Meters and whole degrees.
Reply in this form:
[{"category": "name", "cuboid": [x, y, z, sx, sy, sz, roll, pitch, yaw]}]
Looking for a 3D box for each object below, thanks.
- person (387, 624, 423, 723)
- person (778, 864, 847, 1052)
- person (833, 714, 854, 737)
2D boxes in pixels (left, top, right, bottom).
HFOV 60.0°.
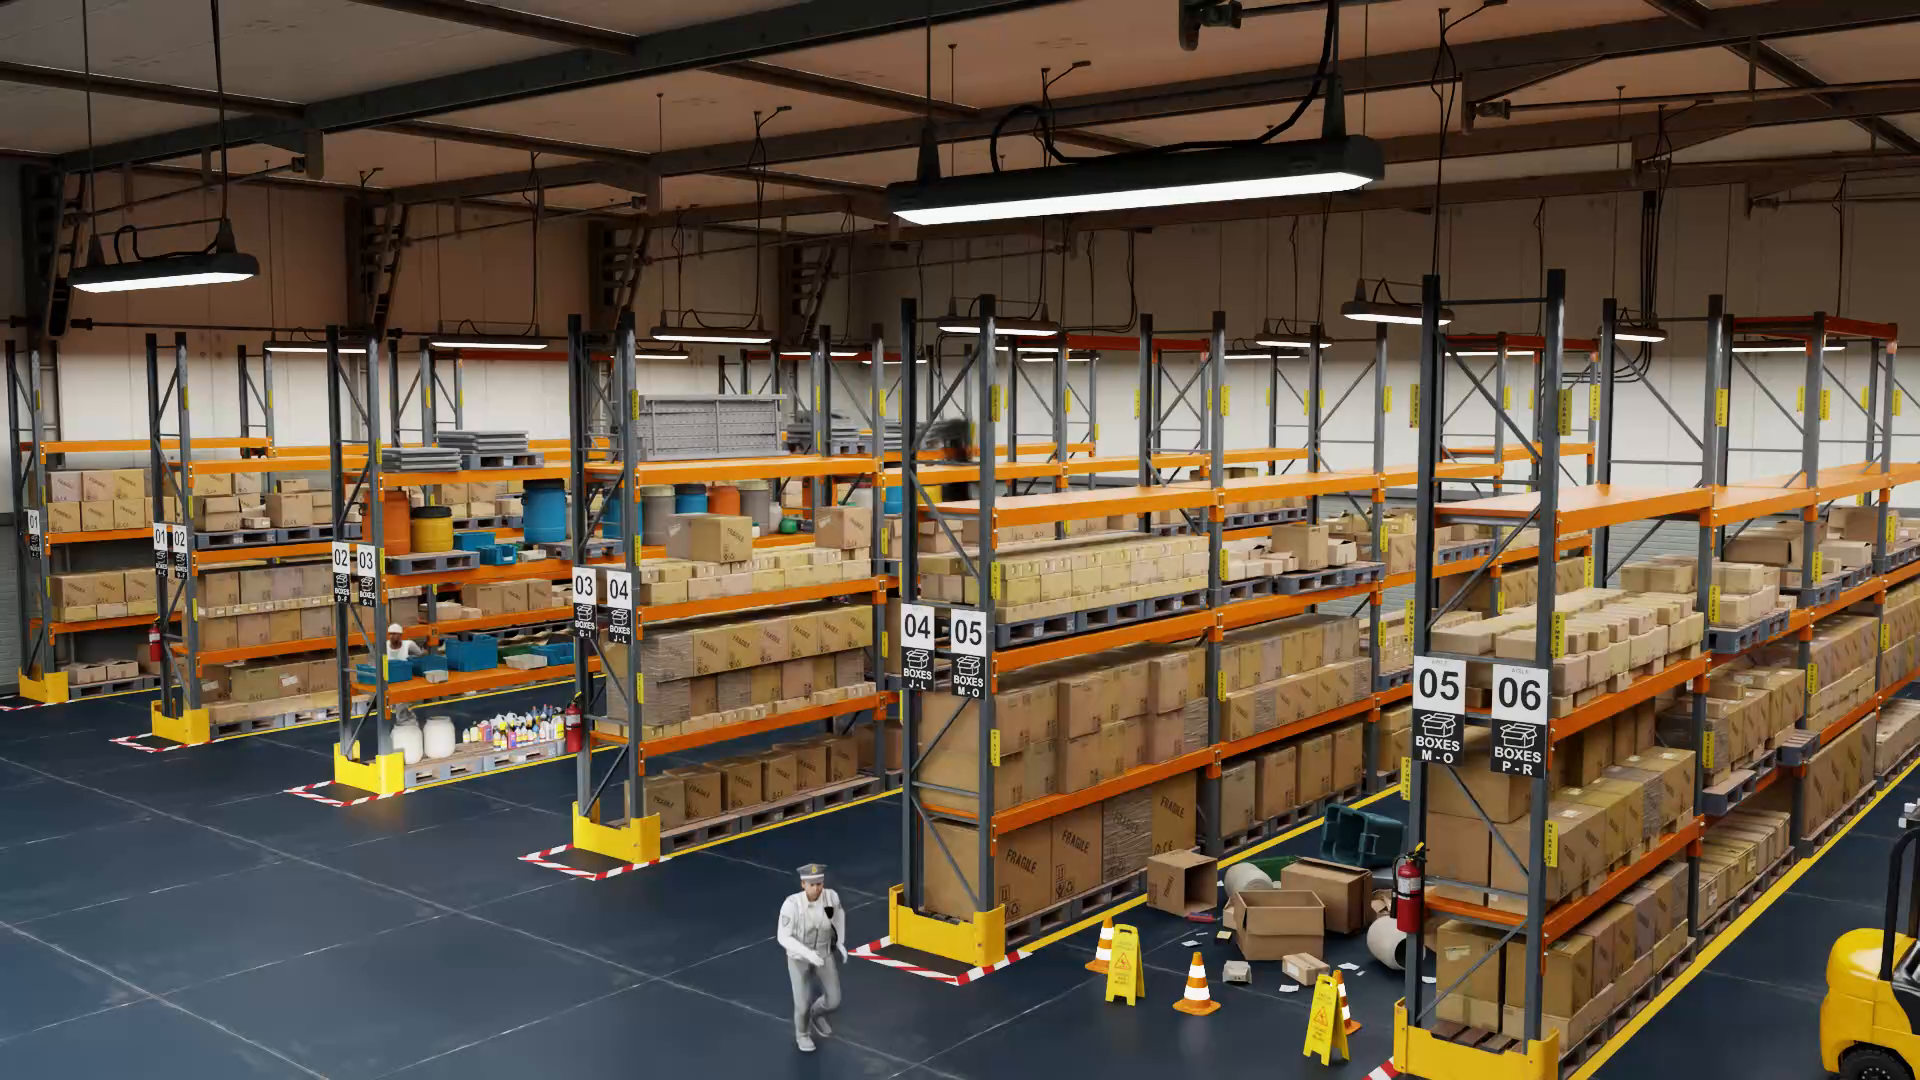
[{"category": "person", "cuboid": [-8.263, 2.081, 24.669, 0.687, 1.738, 0.878, 1, 5, 9]}, {"category": "person", "cuboid": [-1.141, 3.225, 12.867, 0.590, 1.574, 0.720, -2, 6, -21]}, {"category": "person", "cuboid": [-1.742, 2.232, 23.442, 0.580, 1.666, 0.932, 4, 6, 35]}]
